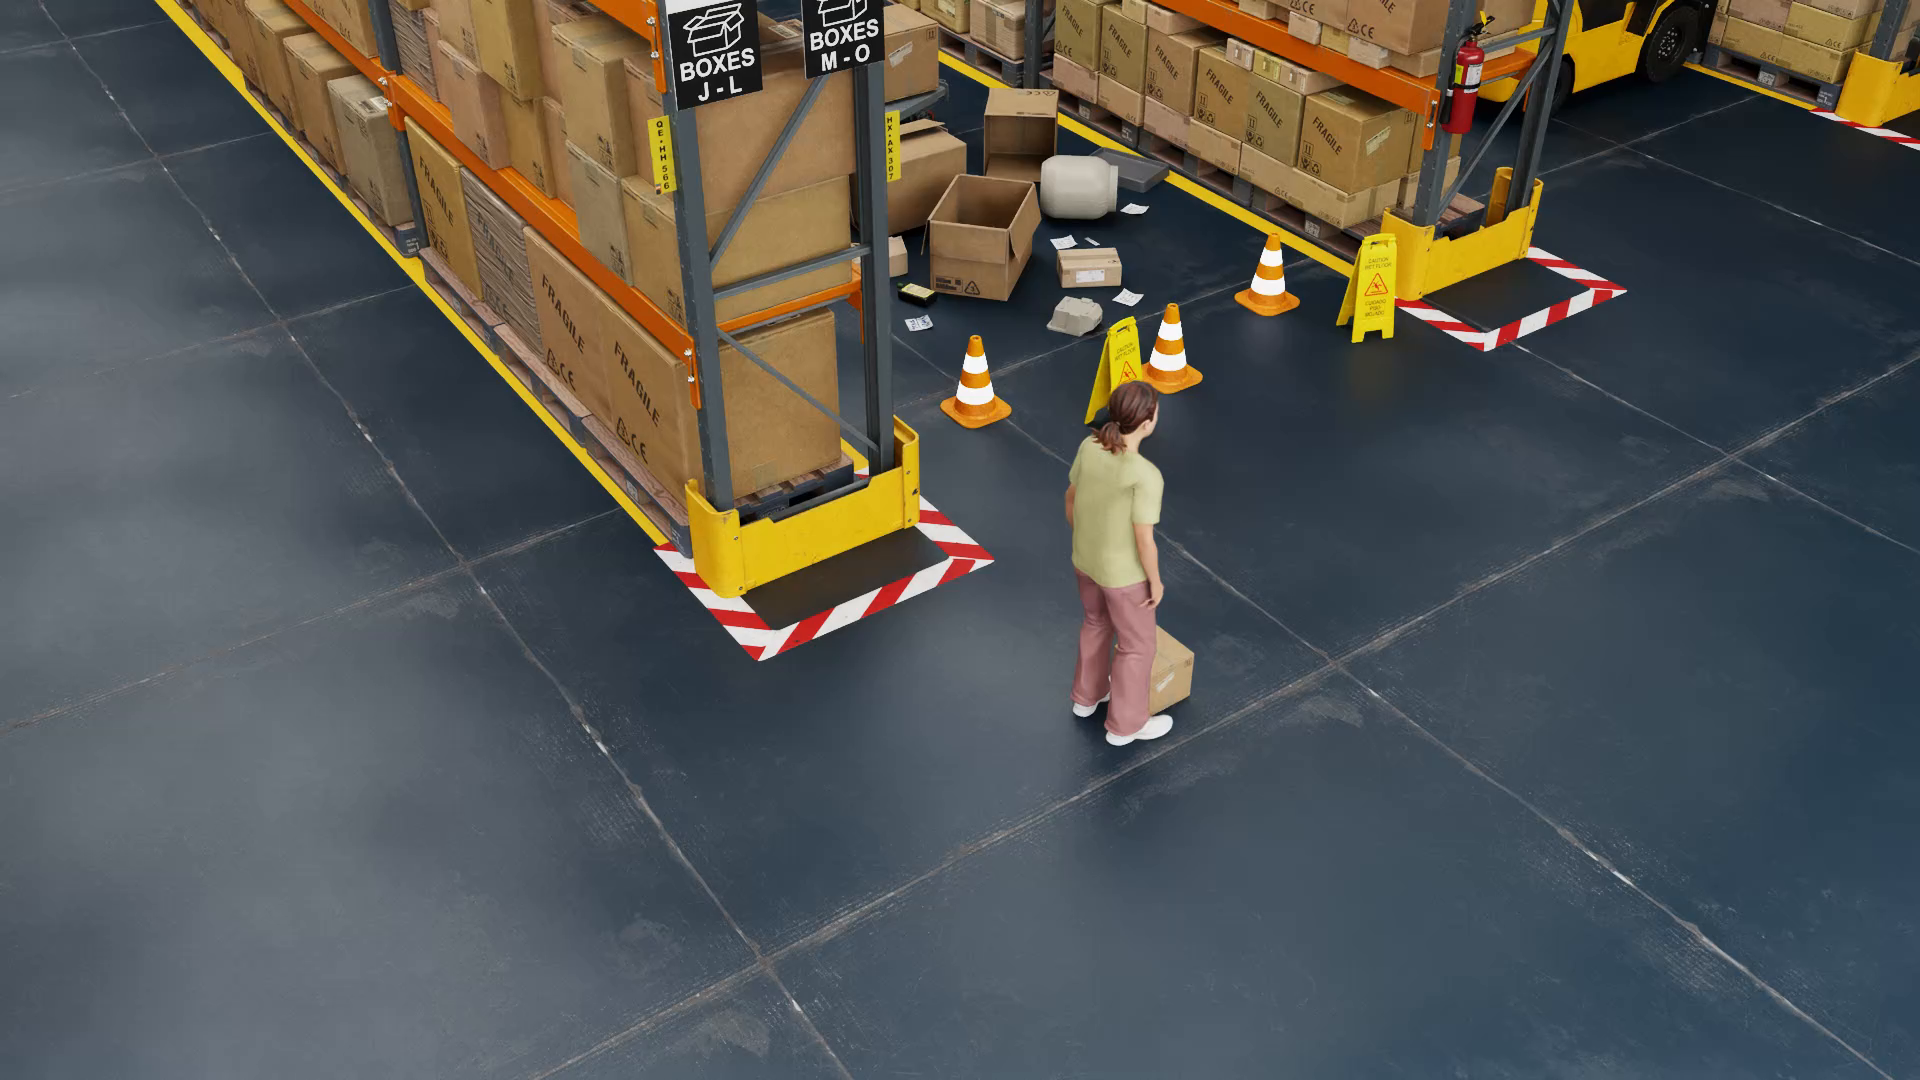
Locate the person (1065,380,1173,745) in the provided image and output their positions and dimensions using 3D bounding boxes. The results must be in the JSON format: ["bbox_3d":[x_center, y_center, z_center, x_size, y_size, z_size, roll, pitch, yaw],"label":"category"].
[{"bbox_3d":[0.657,0.193,6.939,0.366,1.437,0.516,-25,43,-30],"label":"person"}]
